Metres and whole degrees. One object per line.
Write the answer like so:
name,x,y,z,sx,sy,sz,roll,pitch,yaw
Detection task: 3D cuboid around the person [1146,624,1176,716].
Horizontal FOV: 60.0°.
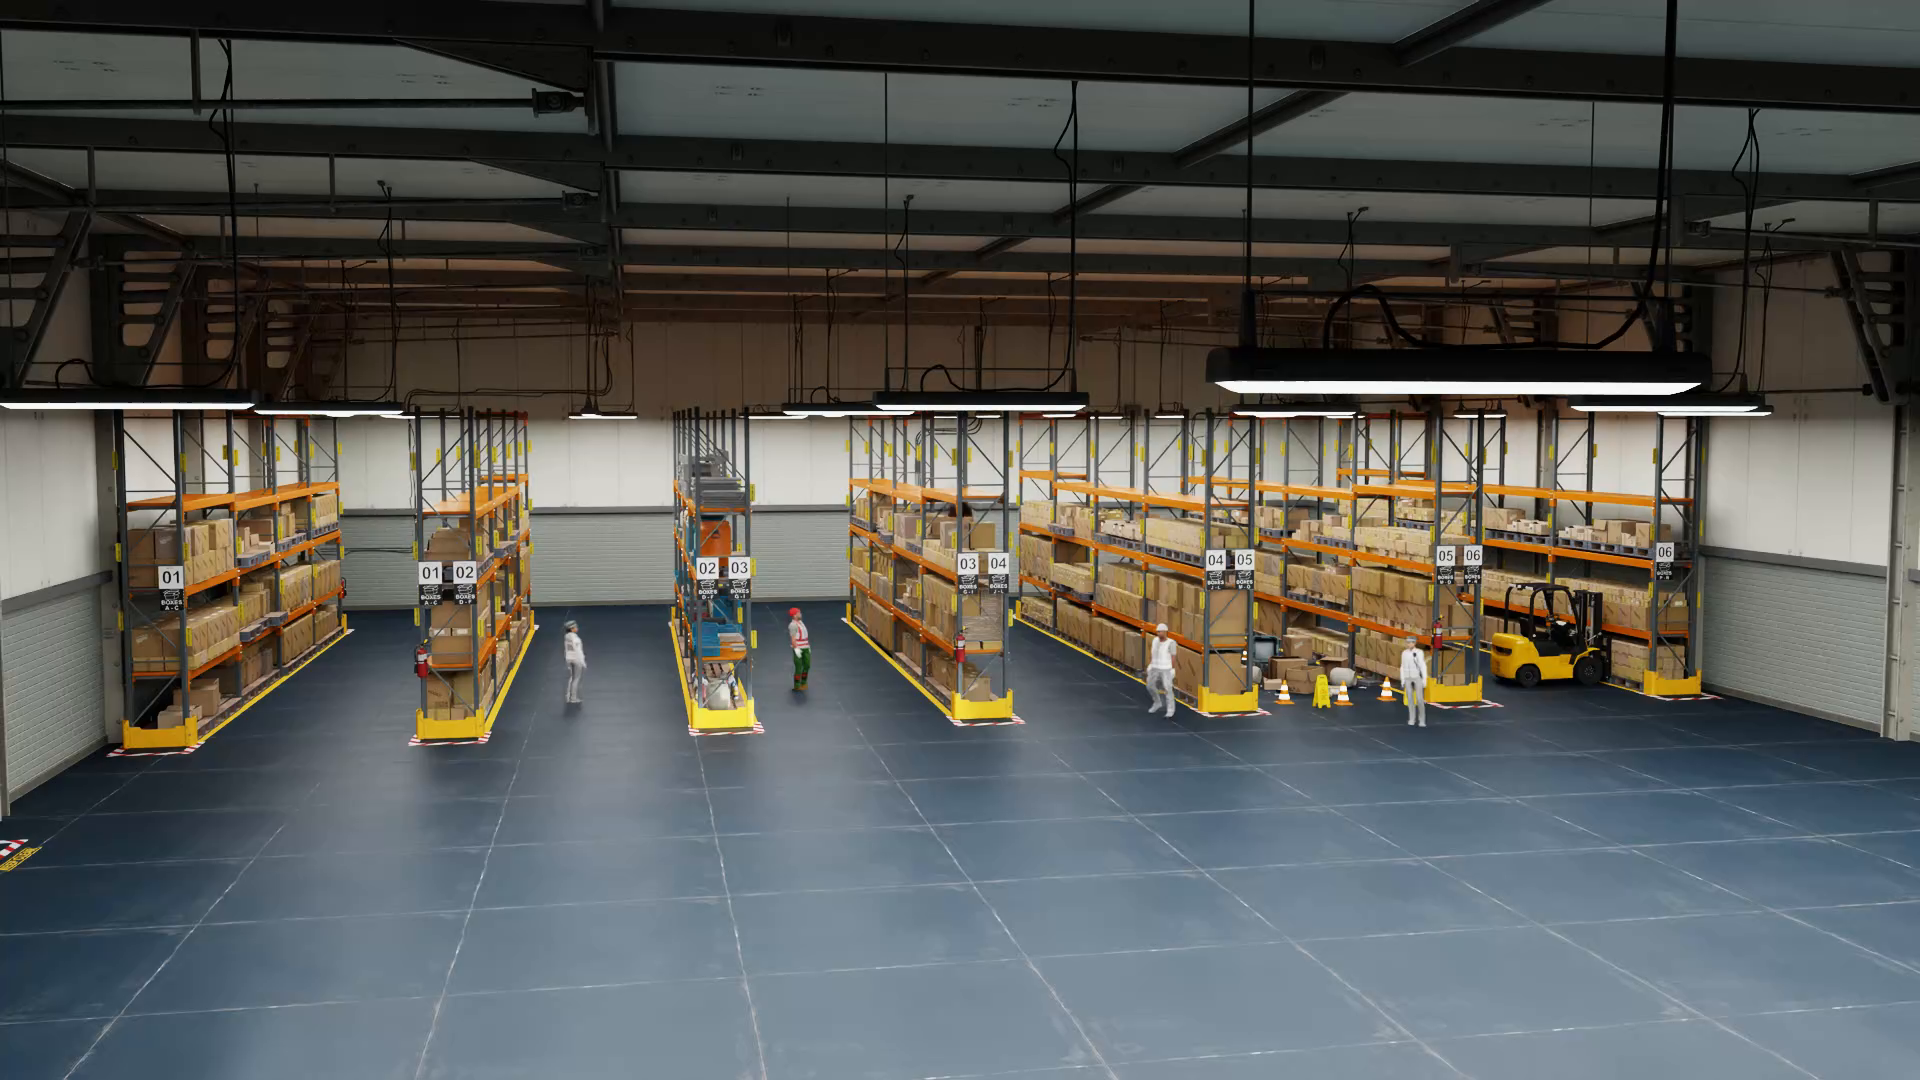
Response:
person,3.928,2.513,32.363,0.601,1.787,0.427,3,5,39

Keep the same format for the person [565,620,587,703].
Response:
person,-7.820,2.467,33.817,0.512,1.705,0.438,2,4,23

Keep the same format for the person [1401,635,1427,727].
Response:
person,8.589,2.660,31.450,0.577,1.715,0.352,4,6,44

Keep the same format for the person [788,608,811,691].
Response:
person,-3.401,2.337,35.464,0.486,1.804,0.602,3,5,38
